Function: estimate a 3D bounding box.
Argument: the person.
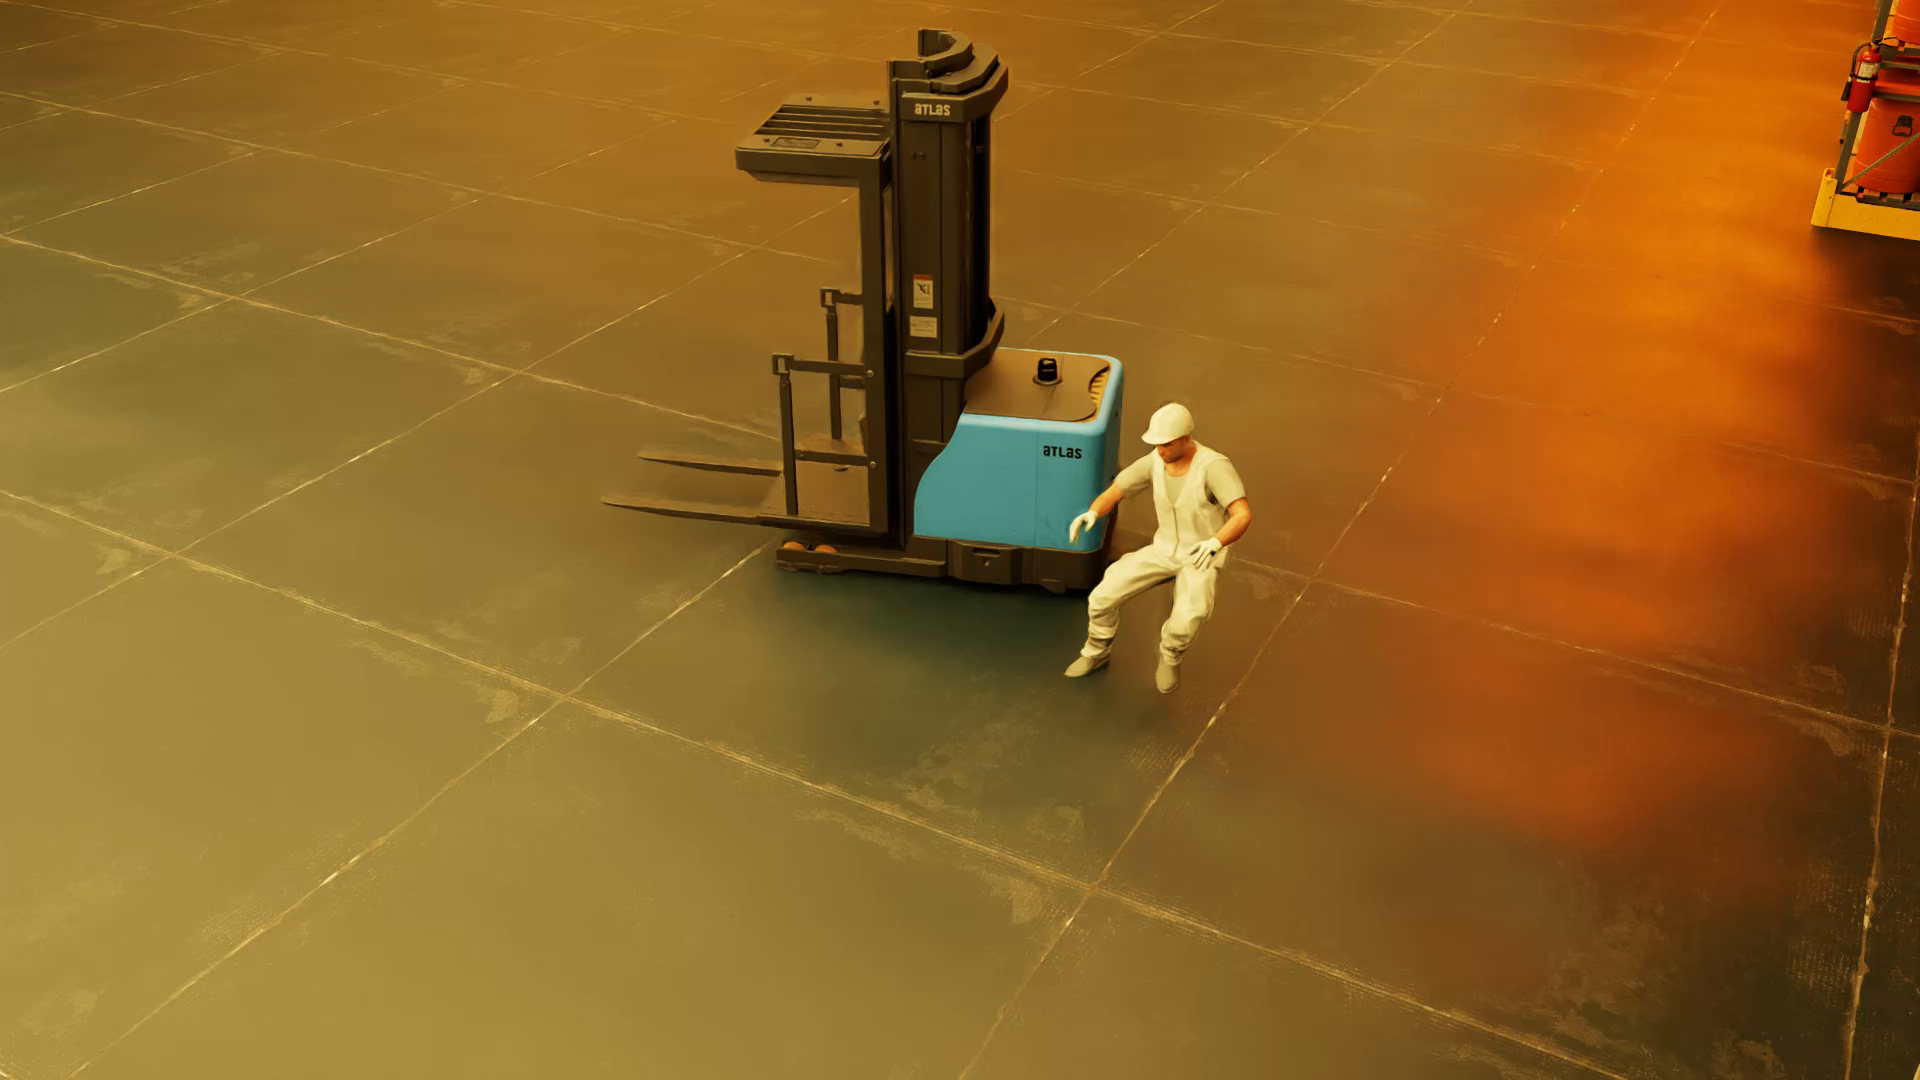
[{"bbox_3d":[0.986,0.106,8.317,0.865,1.577,0.778,22,37,33],"label":"person"}]

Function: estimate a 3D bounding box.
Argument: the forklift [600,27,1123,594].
[{"bbox_3d":[-0.606,-1.323,9.363,3.031,2.935,1.130,6,30,10],"label":"forklift"}]
